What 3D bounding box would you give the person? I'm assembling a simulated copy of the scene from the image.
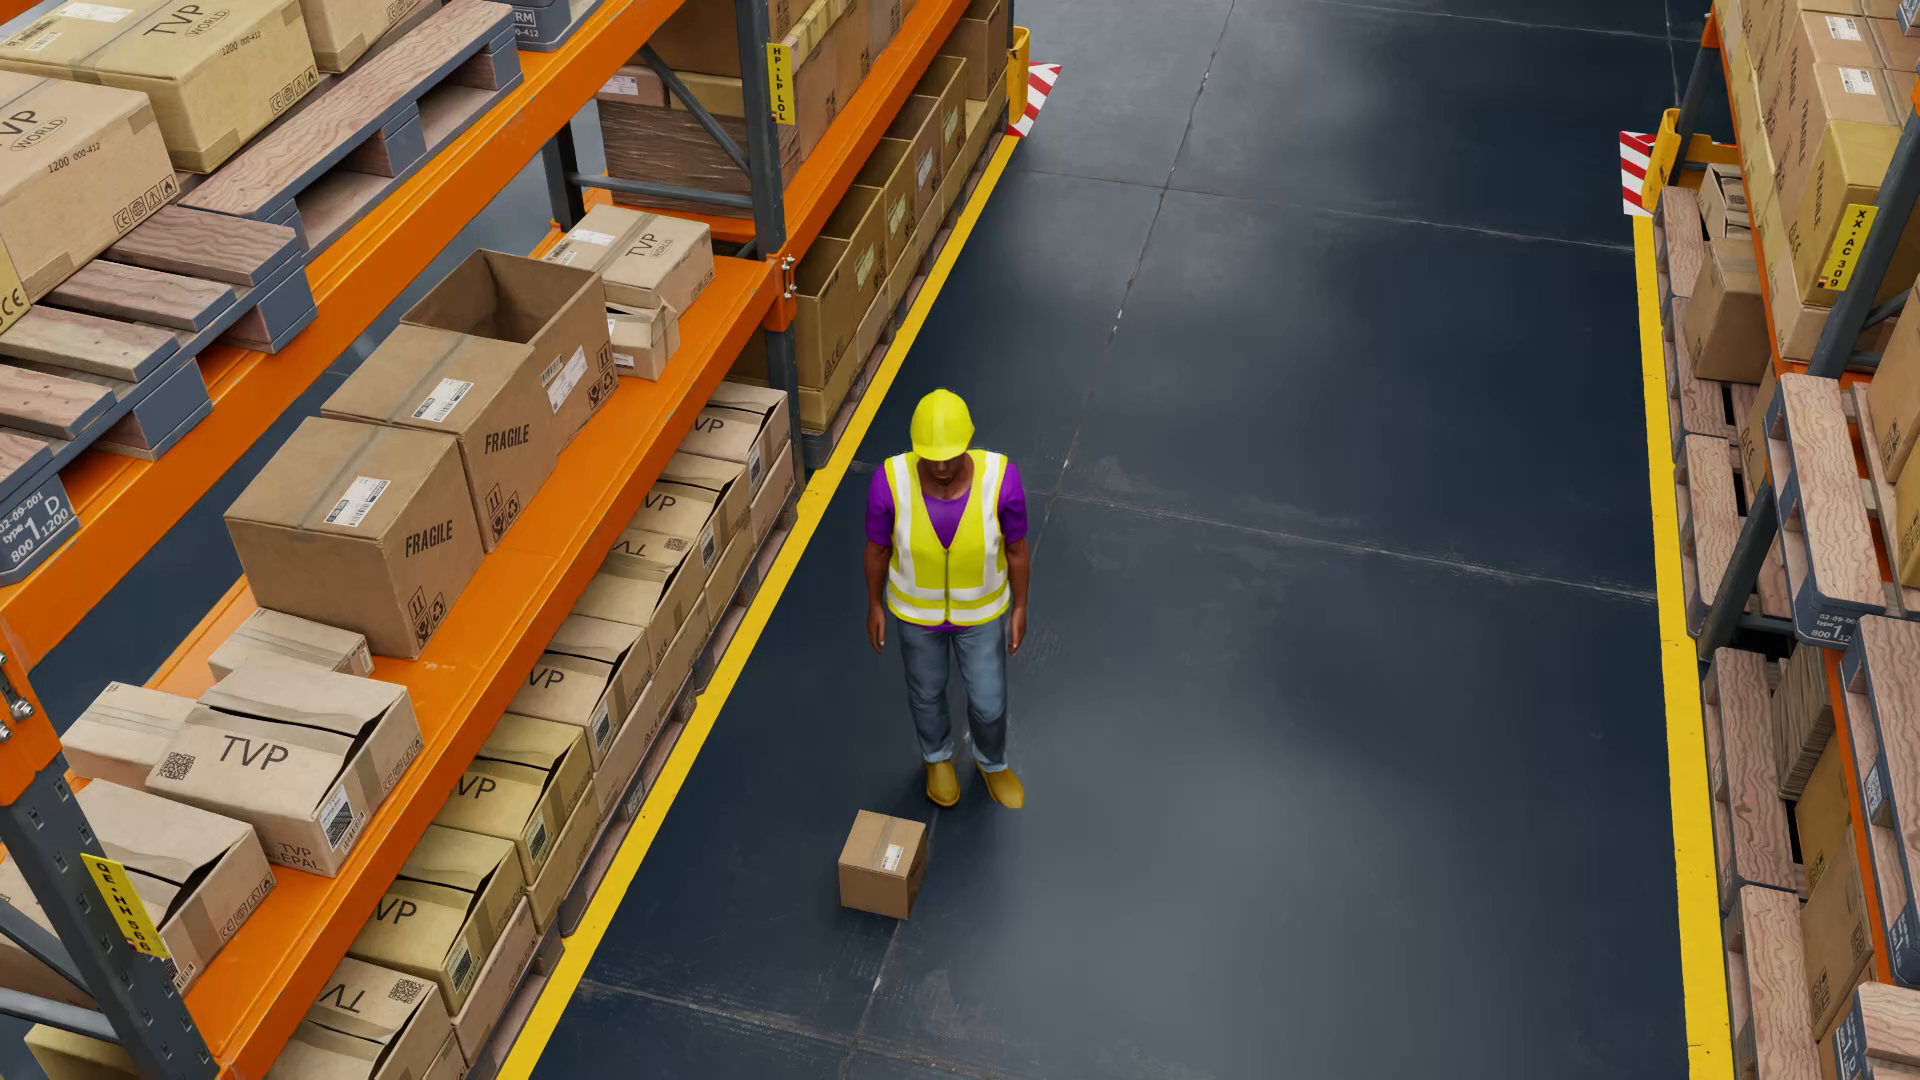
[{"bbox_3d":[-0.040,0.253,5.866,0.587,1.808,0.391,0,41,0],"label":"person"}]
